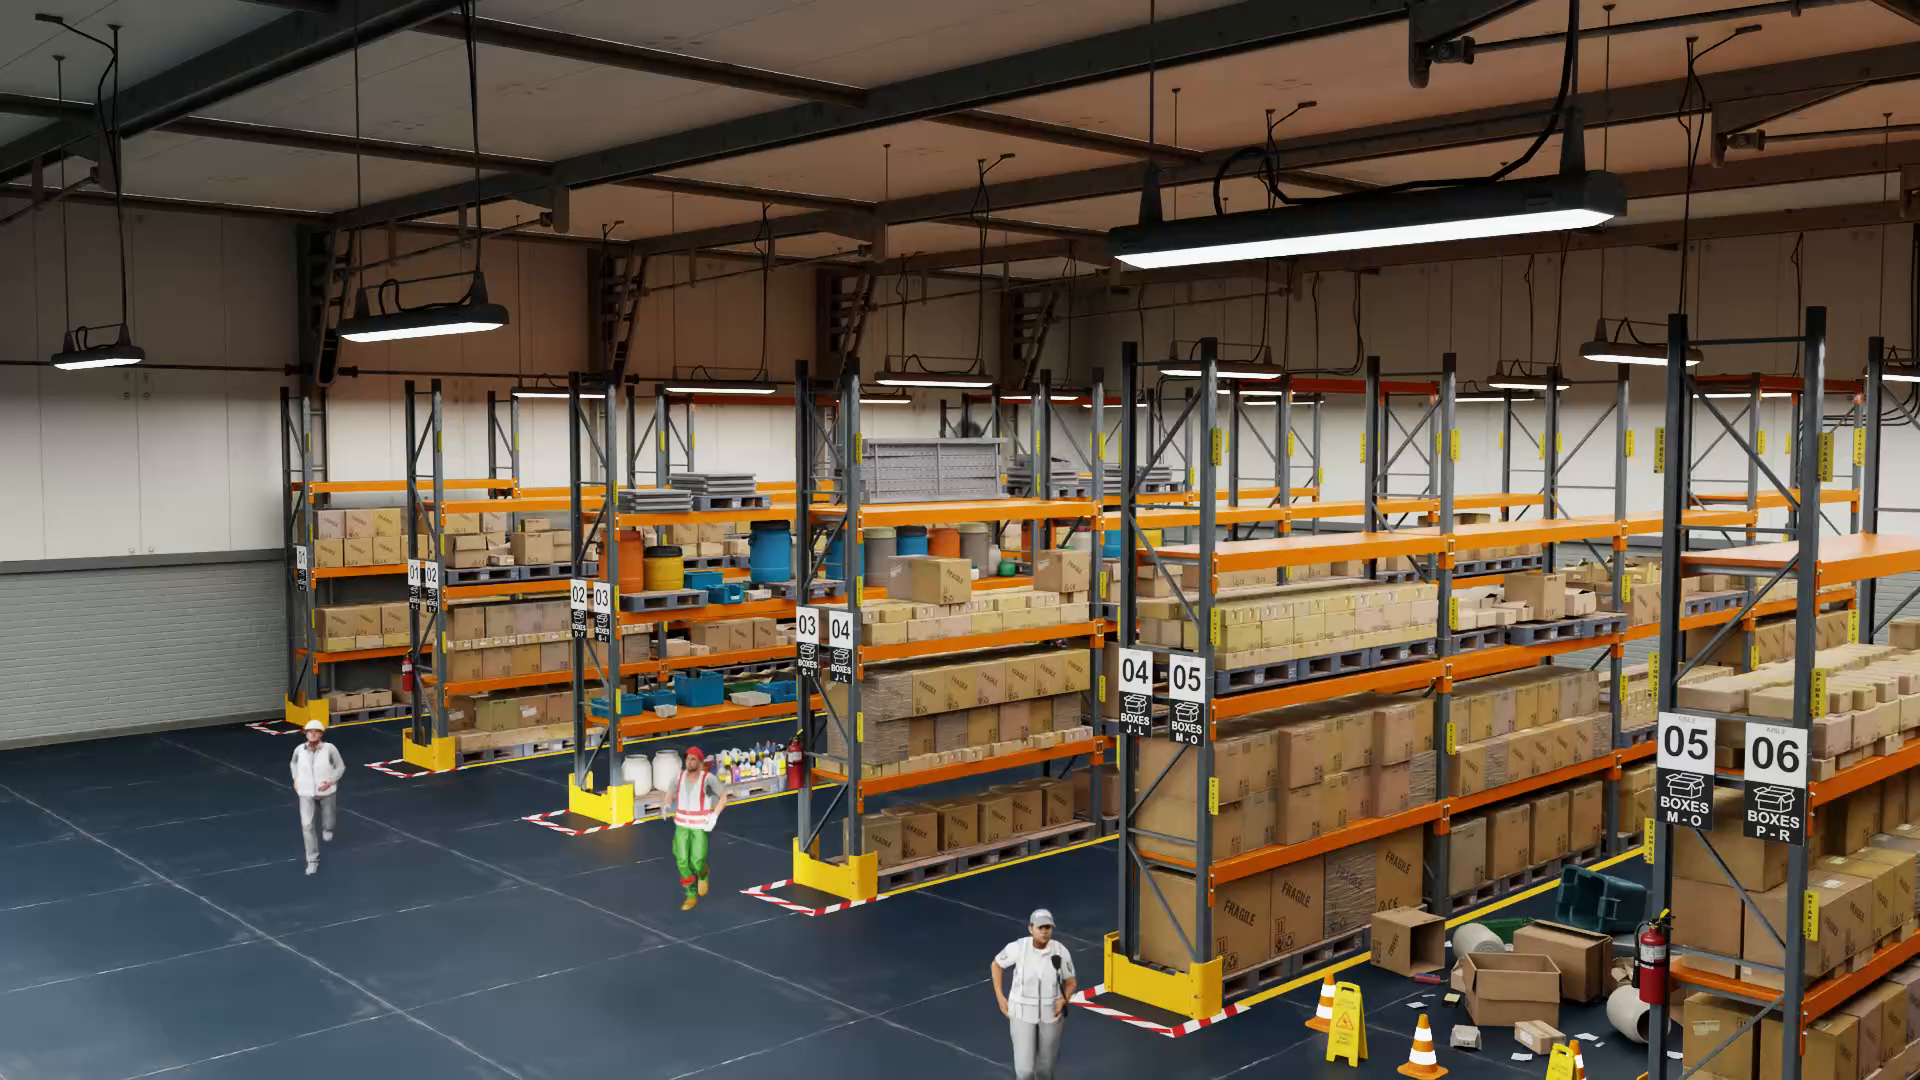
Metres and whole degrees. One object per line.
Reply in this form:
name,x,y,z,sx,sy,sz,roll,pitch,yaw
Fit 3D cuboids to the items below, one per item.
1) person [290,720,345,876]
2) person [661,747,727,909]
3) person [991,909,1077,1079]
person,-7.706,3.033,19.955,0.631,1.768,1.084,-1,4,-18
person,-2.936,3.137,18.212,0.697,1.753,0.623,1,4,15
person,0.566,3.563,12.349,0.615,1.649,0.637,0,4,-7
